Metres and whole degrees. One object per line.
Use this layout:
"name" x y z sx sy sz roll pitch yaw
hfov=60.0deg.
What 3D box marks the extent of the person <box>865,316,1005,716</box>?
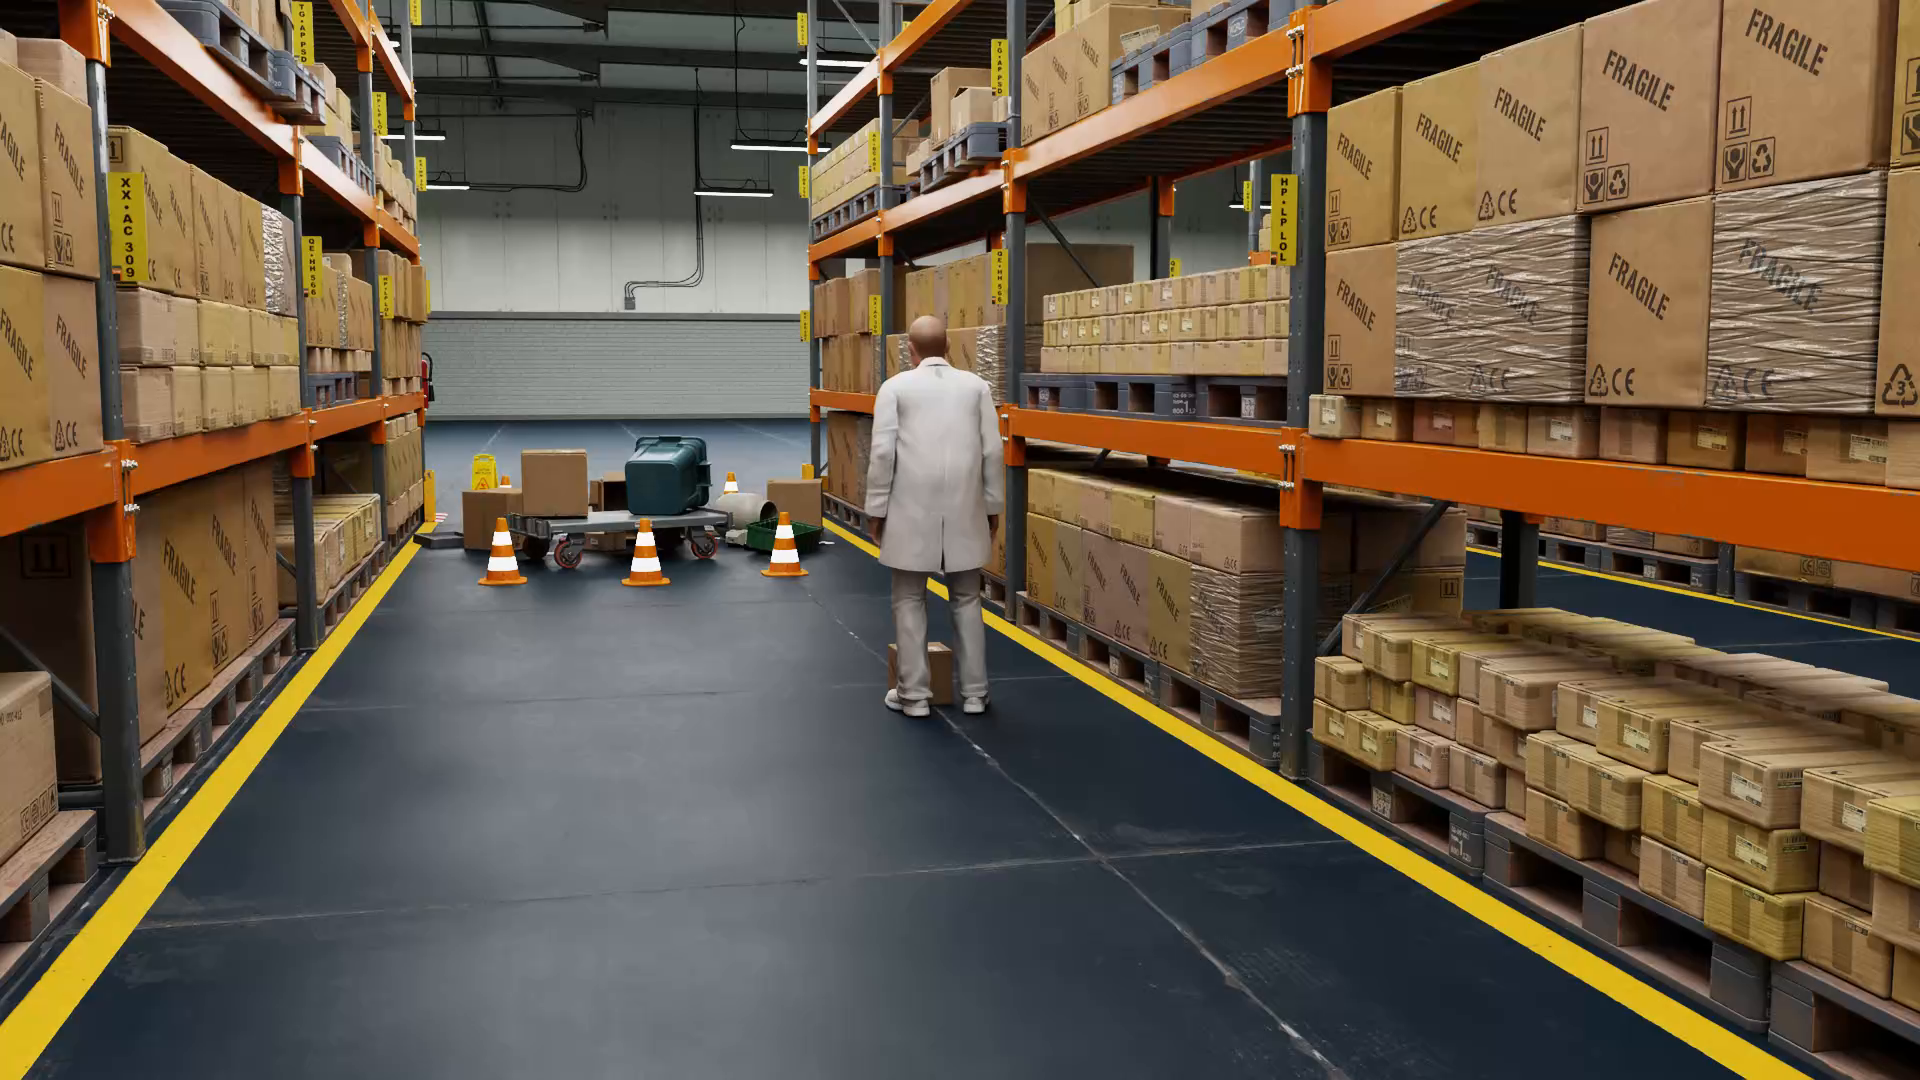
"person" -0.110 -0.110 7.437 0.640 1.773 0.426 -1 6 -14
